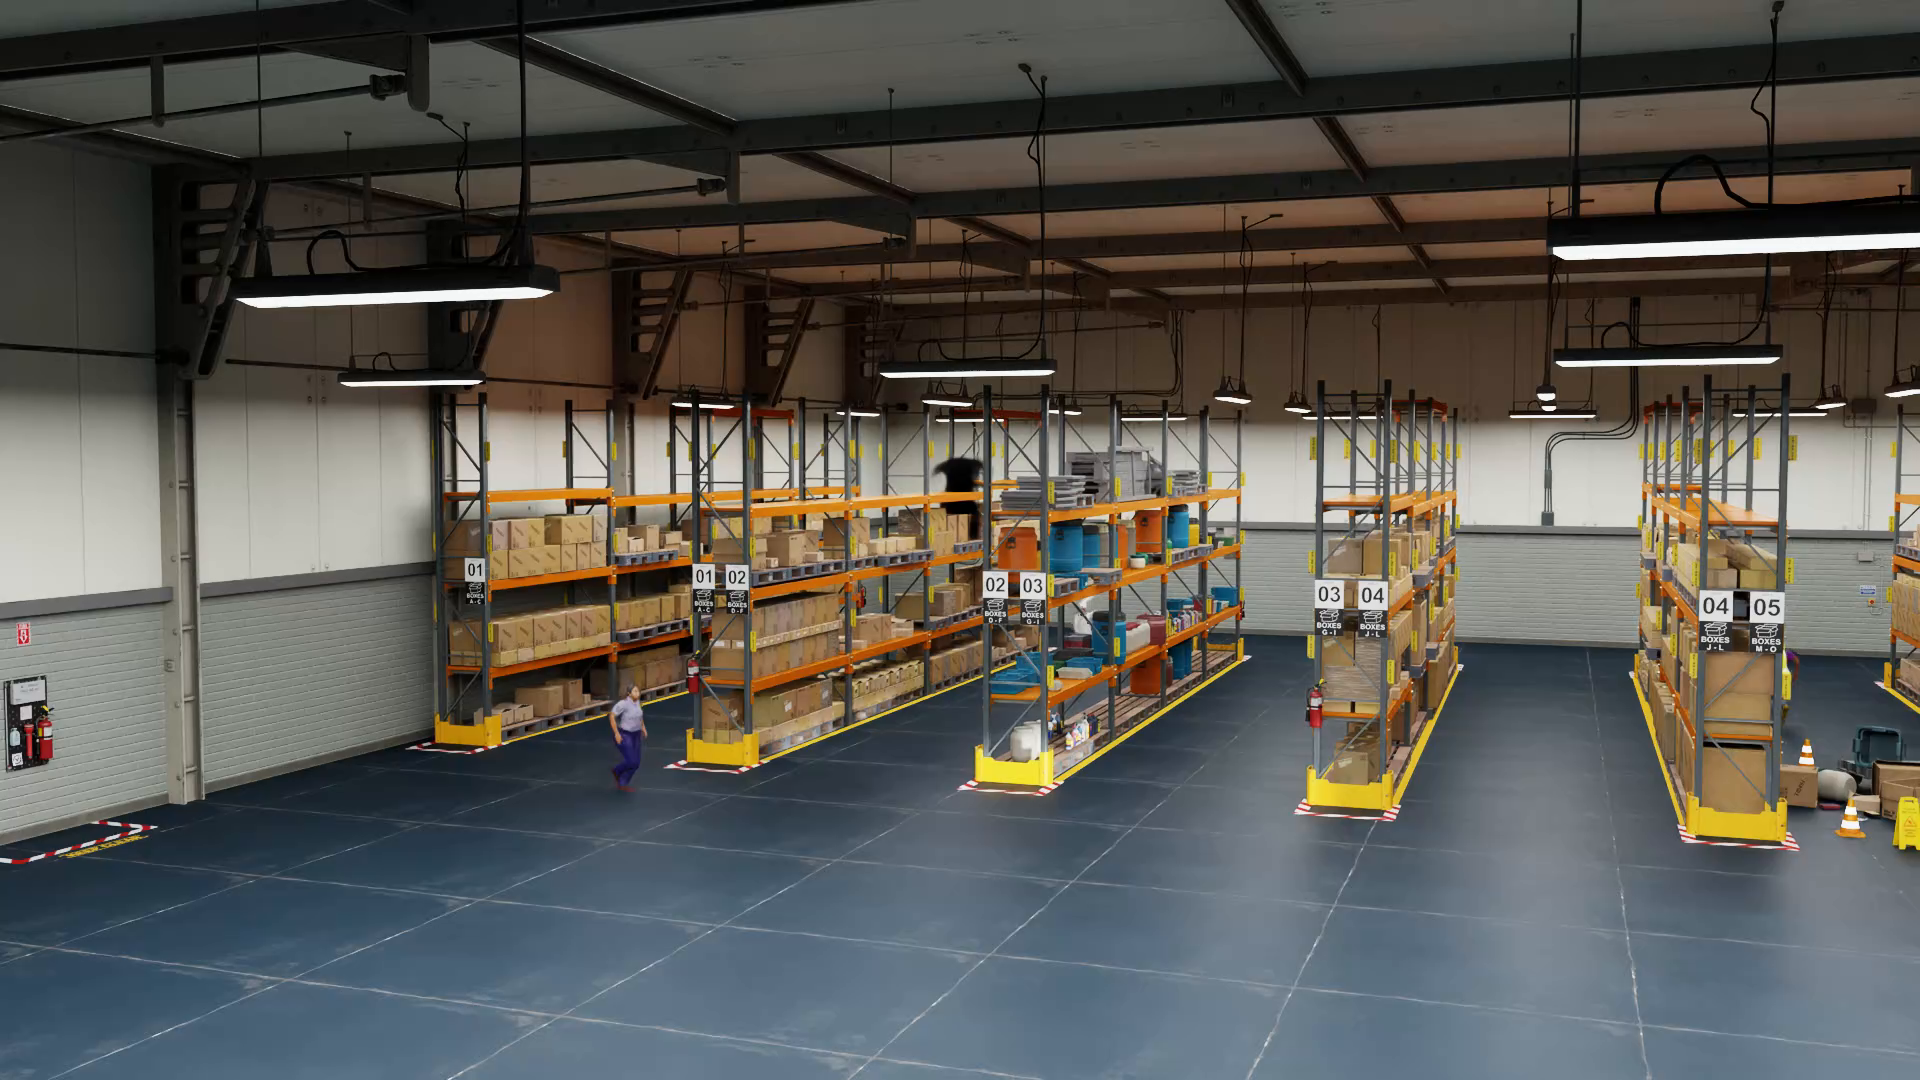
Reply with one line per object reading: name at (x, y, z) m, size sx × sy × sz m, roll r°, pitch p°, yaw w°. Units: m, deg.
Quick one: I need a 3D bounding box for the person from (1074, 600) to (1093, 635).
person at (2.746, 2.171, 36.816) m, size 0.653 × 1.716 × 0.733 m, roll 2°, pitch 4°, yaw 36°

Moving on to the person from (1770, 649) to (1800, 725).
person at (15.041, 2.594, 30.590) m, size 0.735 × 1.569 × 0.881 m, roll 0°, pitch 3°, yaw 2°

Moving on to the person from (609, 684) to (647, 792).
person at (-4.910, 2.912, 24.460) m, size 0.535 × 1.609 × 0.663 m, roll 2°, pitch 4°, yaw 31°
